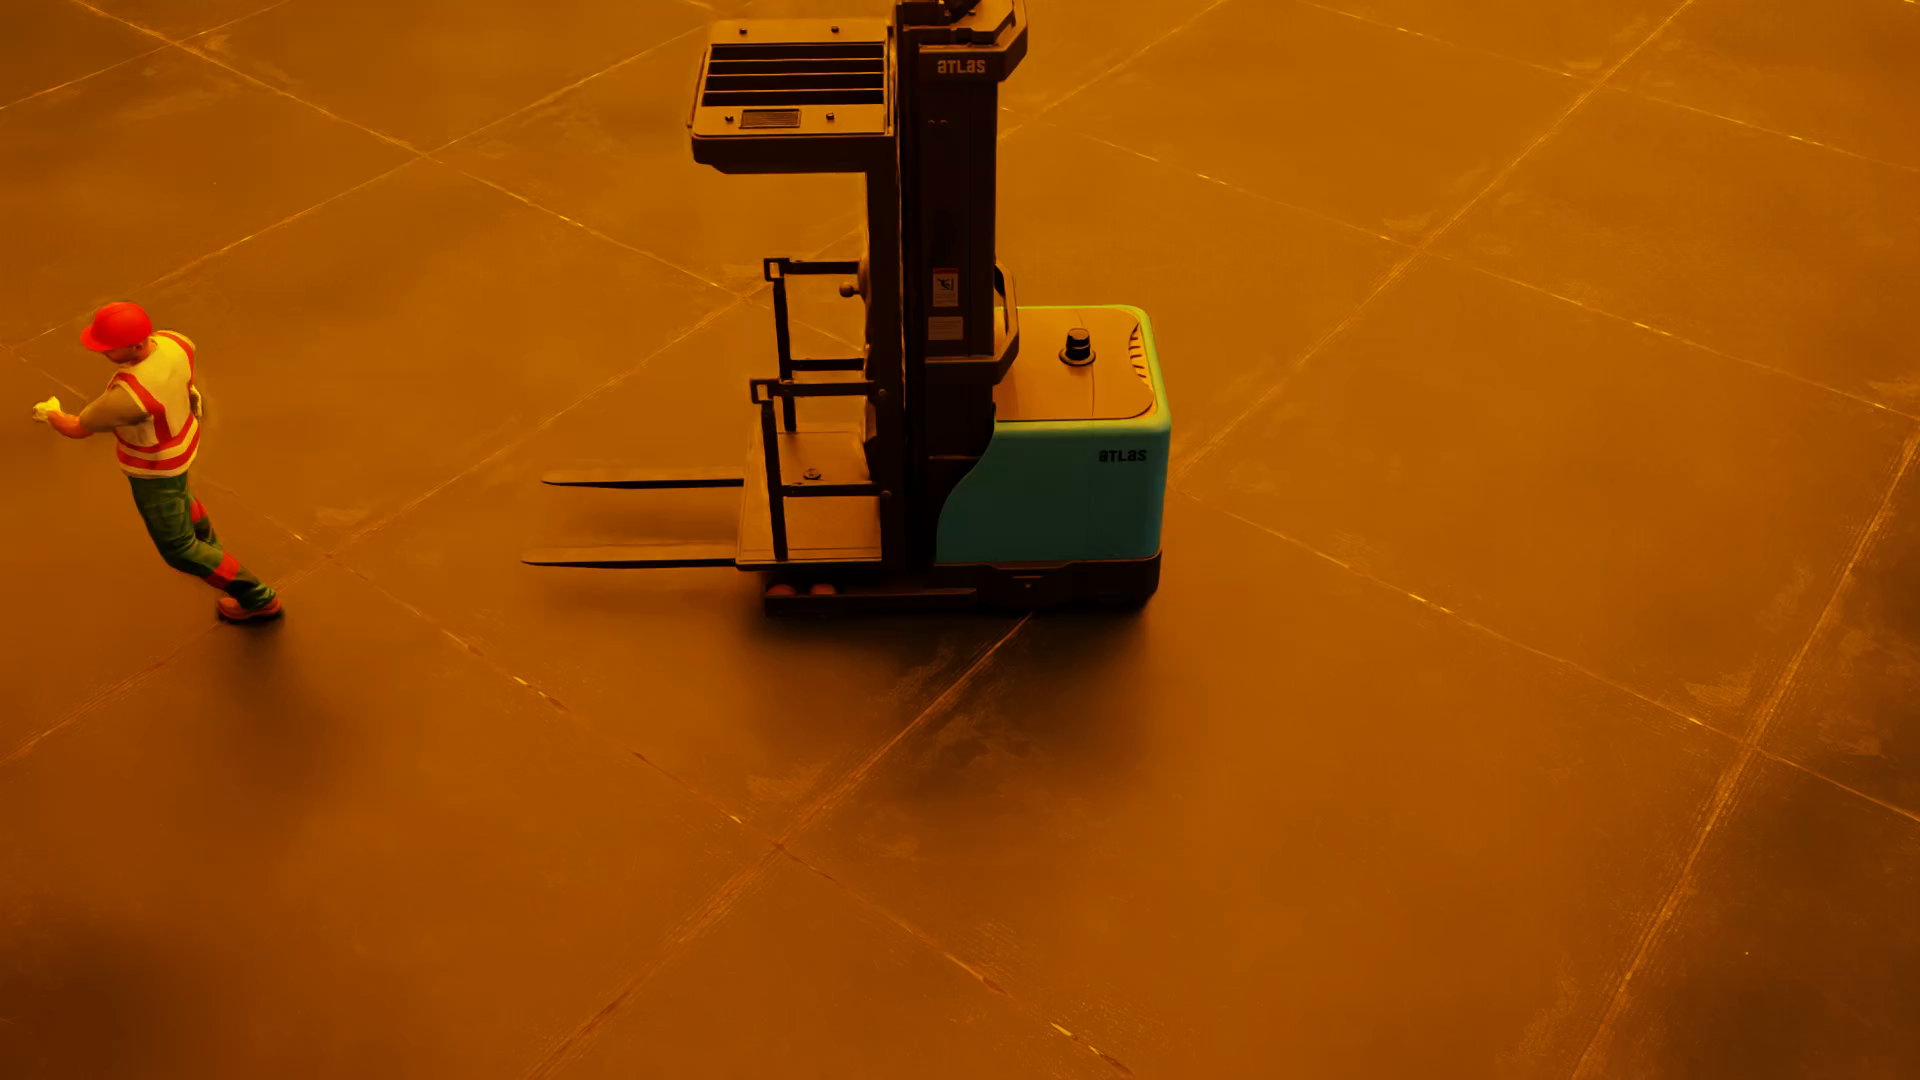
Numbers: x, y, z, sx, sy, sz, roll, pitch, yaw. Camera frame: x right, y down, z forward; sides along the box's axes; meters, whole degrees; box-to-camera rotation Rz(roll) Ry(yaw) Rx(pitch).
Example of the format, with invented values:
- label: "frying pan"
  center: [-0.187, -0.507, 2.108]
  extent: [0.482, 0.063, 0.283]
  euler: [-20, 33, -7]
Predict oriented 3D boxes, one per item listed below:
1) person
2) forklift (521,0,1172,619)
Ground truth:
- label: "person"
  center: [-3.675, -0.451, 7.573]
  extent: [0.867, 1.678, 0.773]
  euler: [-3, 41, -3]
- label: "forklift"
  center: [-0.579, -1.093, 7.356]
  extent: [3.031, 2.935, 1.130]
  euler: [-1, 40, -1]
